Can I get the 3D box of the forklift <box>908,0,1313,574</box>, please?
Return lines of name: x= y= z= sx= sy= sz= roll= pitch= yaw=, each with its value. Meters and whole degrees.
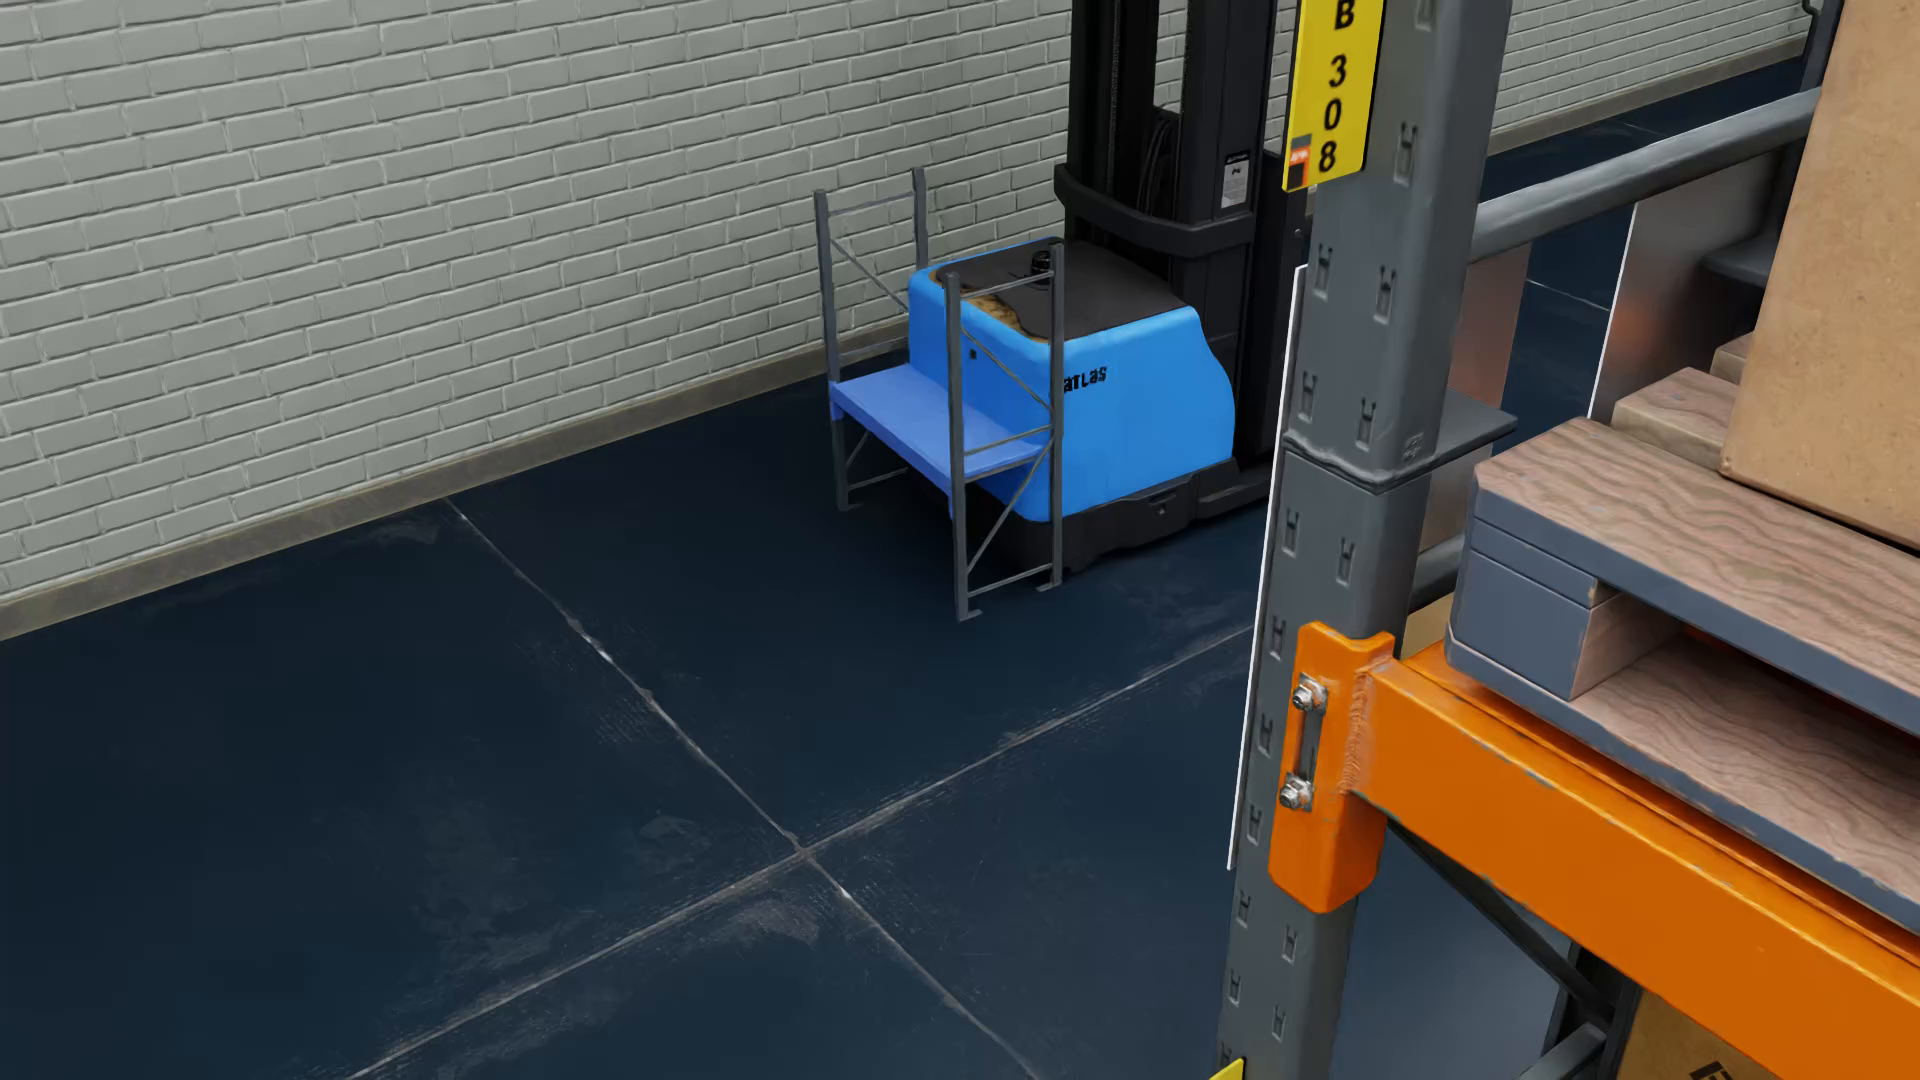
forklift: x=1.273 y=-1.696 z=7.203 sx=3.031 sy=2.935 sz=1.130 roll=-20 pitch=37 yaw=-28

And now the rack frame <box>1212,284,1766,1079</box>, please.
rack frame: x=0.766 y=1.043 z=2.728 sx=1.000 sy=3.000 sz=0.127 roll=-22 pitch=38 yaw=-31

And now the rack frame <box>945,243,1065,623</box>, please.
rack frame: x=0.184 y=-0.382 z=6.422 sx=0.500 sy=1.500 sz=0.032 roll=-19 pitch=36 yaw=-26

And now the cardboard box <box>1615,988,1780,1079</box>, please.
cardboard box: x=1.272 y=0.780 z=2.301 sx=0.500 sy=0.500 sz=0.500 roll=-22 pitch=38 yaw=-31

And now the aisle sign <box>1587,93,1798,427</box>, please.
aisle sign: x=0.958 y=-0.188 z=2.246 sx=0.394 sy=0.787 sz=0.004 roll=-22 pitch=38 yaw=-31

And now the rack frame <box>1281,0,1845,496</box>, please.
rack frame: x=0.766 y=-1.505 z=1.145 sx=1.000 sy=3.000 sz=0.127 roll=-22 pitch=38 yaw=-31

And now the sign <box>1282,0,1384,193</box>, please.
sign: x=0.323 y=-0.459 z=1.400 sx=0.100 sy=0.325 sz=0.005 roll=-22 pitch=38 yaw=-31

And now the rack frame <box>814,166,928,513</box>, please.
rack frame: x=-0.347 y=-0.834 z=7.161 sx=0.500 sy=1.500 sz=0.032 roll=-19 pitch=36 yaw=-26

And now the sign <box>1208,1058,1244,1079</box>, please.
sign: x=0.323 y=0.819 z=2.193 sx=0.100 sy=0.325 sz=0.005 roll=-22 pitch=38 yaw=-31

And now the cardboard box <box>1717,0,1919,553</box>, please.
cardboard box: x=1.127 y=-0.295 z=1.452 sx=0.700 sy=0.500 sz=0.500 roll=-25 pitch=40 yaw=-34

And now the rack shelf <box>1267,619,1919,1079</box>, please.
rack shelf: x=1.992 y=0.908 z=0.784 sx=1.077 sy=0.370 sz=4.000 roll=-22 pitch=38 yaw=-31

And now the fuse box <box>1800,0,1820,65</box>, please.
fuse box: x=6.866 y=-4.577 z=12.998 sx=0.539 sy=1.711 sz=0.414 roll=-22 pitch=38 yaw=-31

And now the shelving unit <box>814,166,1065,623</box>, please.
shelving unit: x=-0.081 y=-0.608 z=6.792 sx=0.538 sy=1.500 sz=1.048 roll=-19 pitch=36 yaw=-26

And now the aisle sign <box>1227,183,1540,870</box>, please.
aisle sign: x=0.484 y=0.006 z=1.934 sx=0.394 sy=0.787 sz=0.004 roll=-22 pitch=38 yaw=-31

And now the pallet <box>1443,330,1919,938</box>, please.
pallet: x=1.229 y=0.112 z=1.467 sx=1.003 sy=0.211 sz=1.213 roll=-22 pitch=38 yaw=-31

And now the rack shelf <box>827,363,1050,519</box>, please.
rack shelf: x=-0.077 y=-0.456 z=6.888 sx=0.538 sy=0.185 sz=1.000 roll=-19 pitch=36 yaw=-26
